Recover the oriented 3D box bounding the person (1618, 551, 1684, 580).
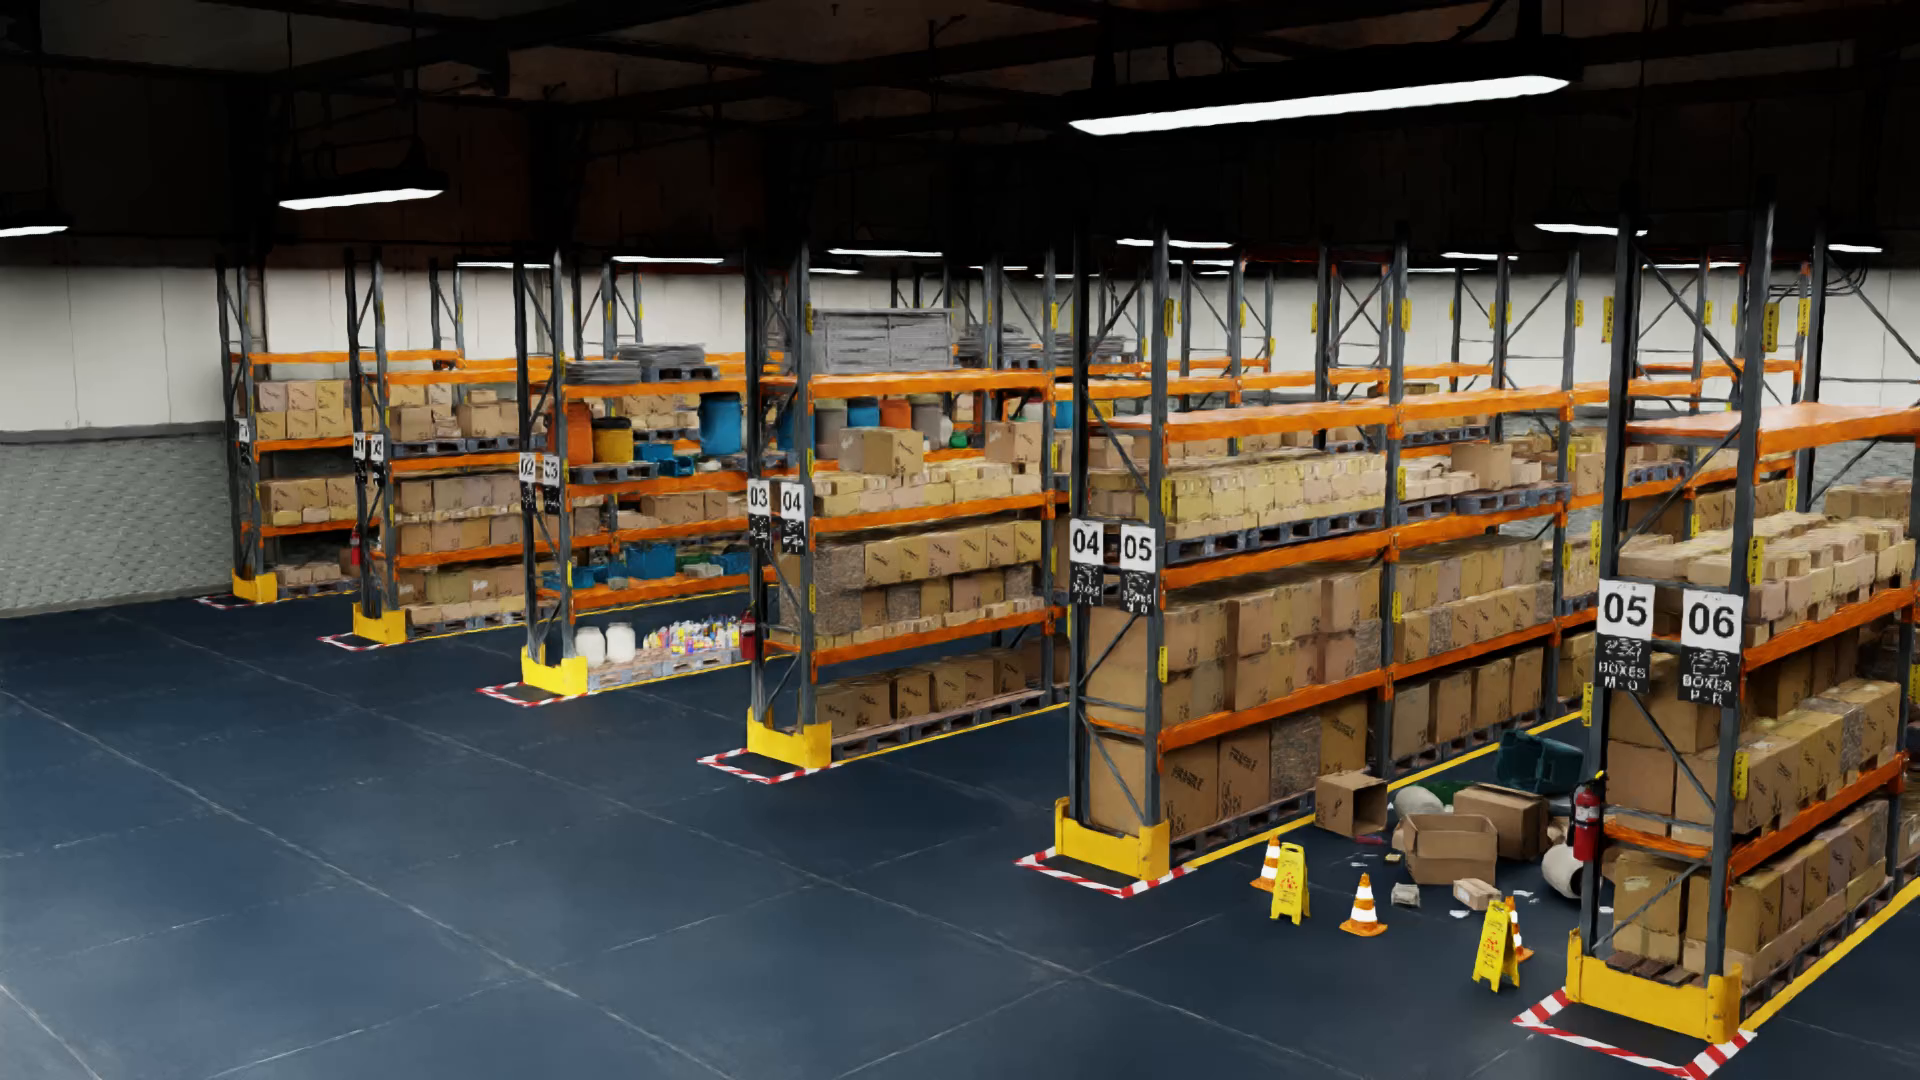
[{"bbox_3d":[6.979,1.680,12.654,4.316,3.263,0.888,-2,8,-15],"label":"person"}]

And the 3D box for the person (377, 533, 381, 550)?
[{"bbox_3d":[-9.954,0.218,29.370,0.620,1.602,0.735,3,9,23],"label":"person"}]

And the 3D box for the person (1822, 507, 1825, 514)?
[{"bbox_3d":[15.512,0.192,29.601,0.937,1.578,0.505,-4,9,-24],"label":"person"}]
